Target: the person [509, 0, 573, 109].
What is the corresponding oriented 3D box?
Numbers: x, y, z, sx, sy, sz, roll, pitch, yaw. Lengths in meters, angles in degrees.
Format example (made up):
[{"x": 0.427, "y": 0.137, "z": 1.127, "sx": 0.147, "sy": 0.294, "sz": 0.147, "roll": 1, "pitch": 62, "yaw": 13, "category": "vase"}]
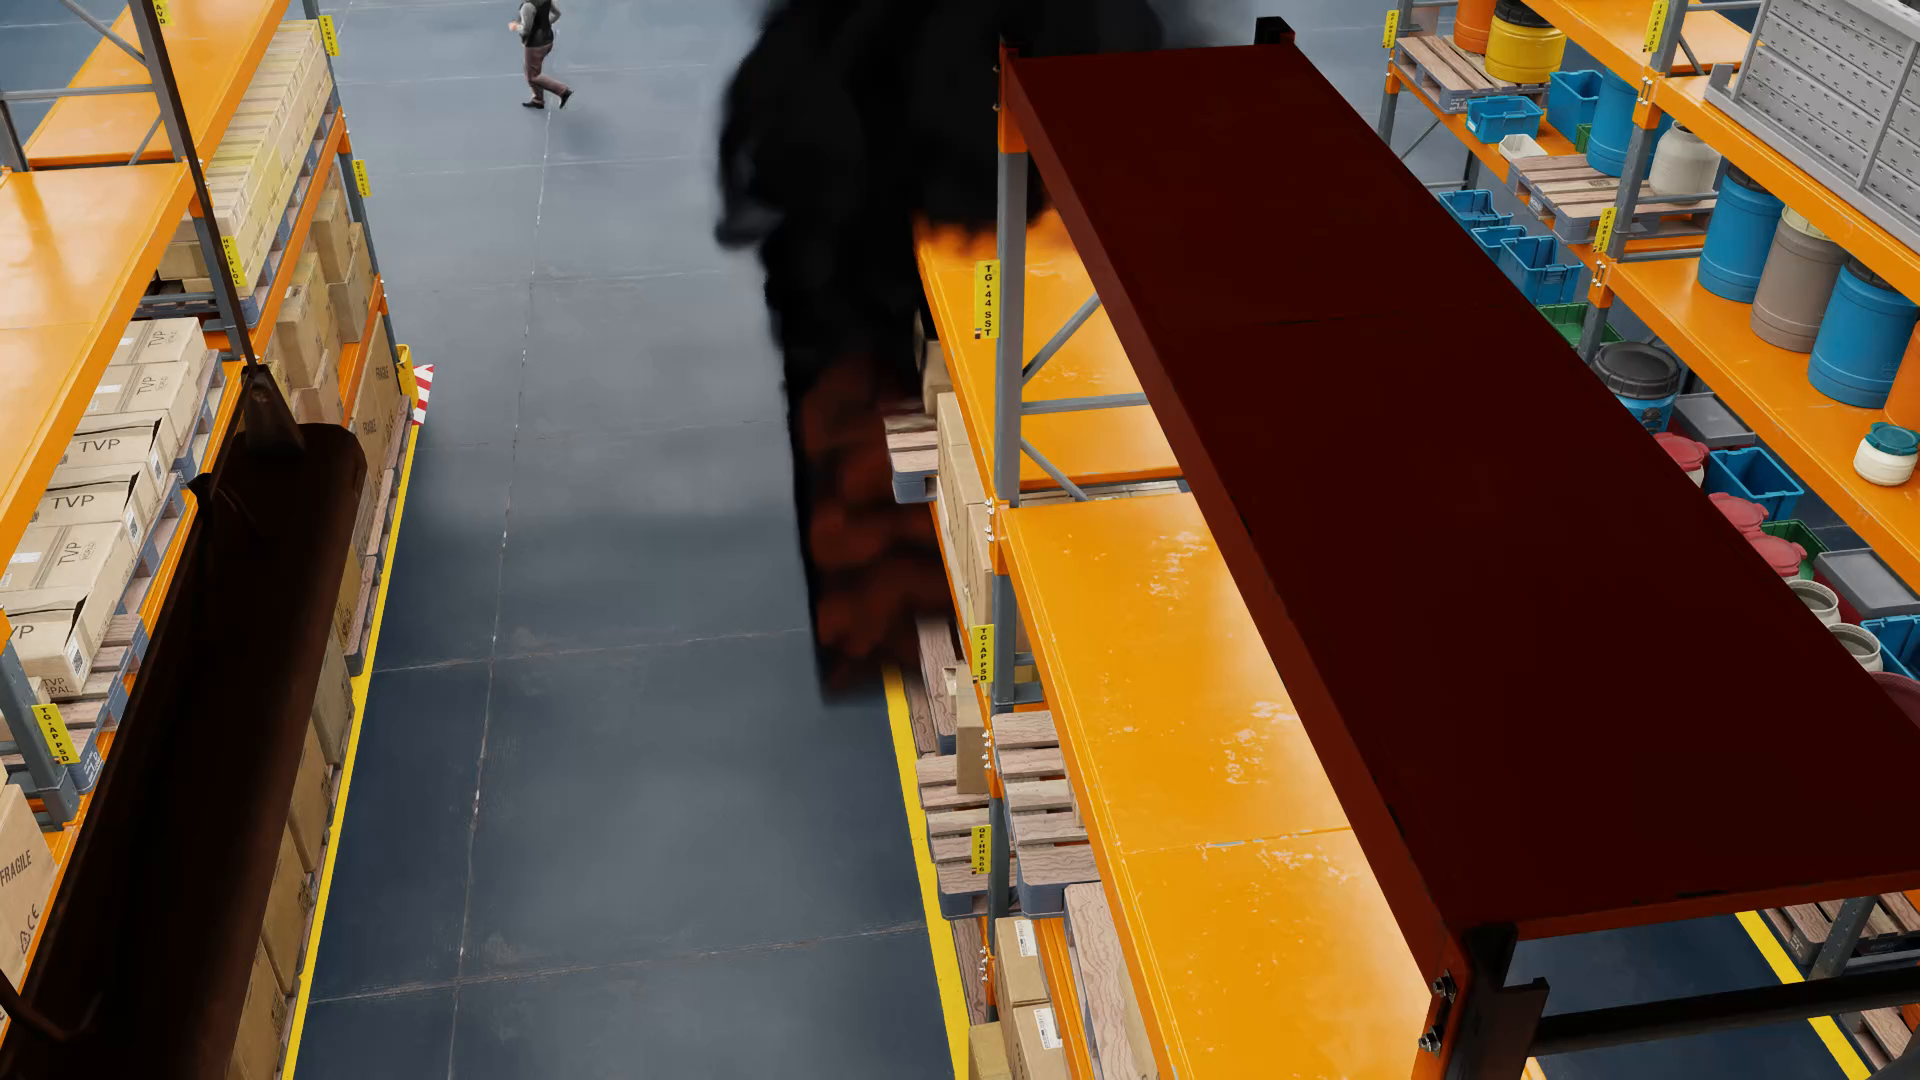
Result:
[{"x": -5.112, "y": -6.043, "z": 20.259, "sx": 0.803, "sy": 1.689, "sz": 0.668, "roll": 11, "pitch": 38, "yaw": 14, "category": "person"}]
